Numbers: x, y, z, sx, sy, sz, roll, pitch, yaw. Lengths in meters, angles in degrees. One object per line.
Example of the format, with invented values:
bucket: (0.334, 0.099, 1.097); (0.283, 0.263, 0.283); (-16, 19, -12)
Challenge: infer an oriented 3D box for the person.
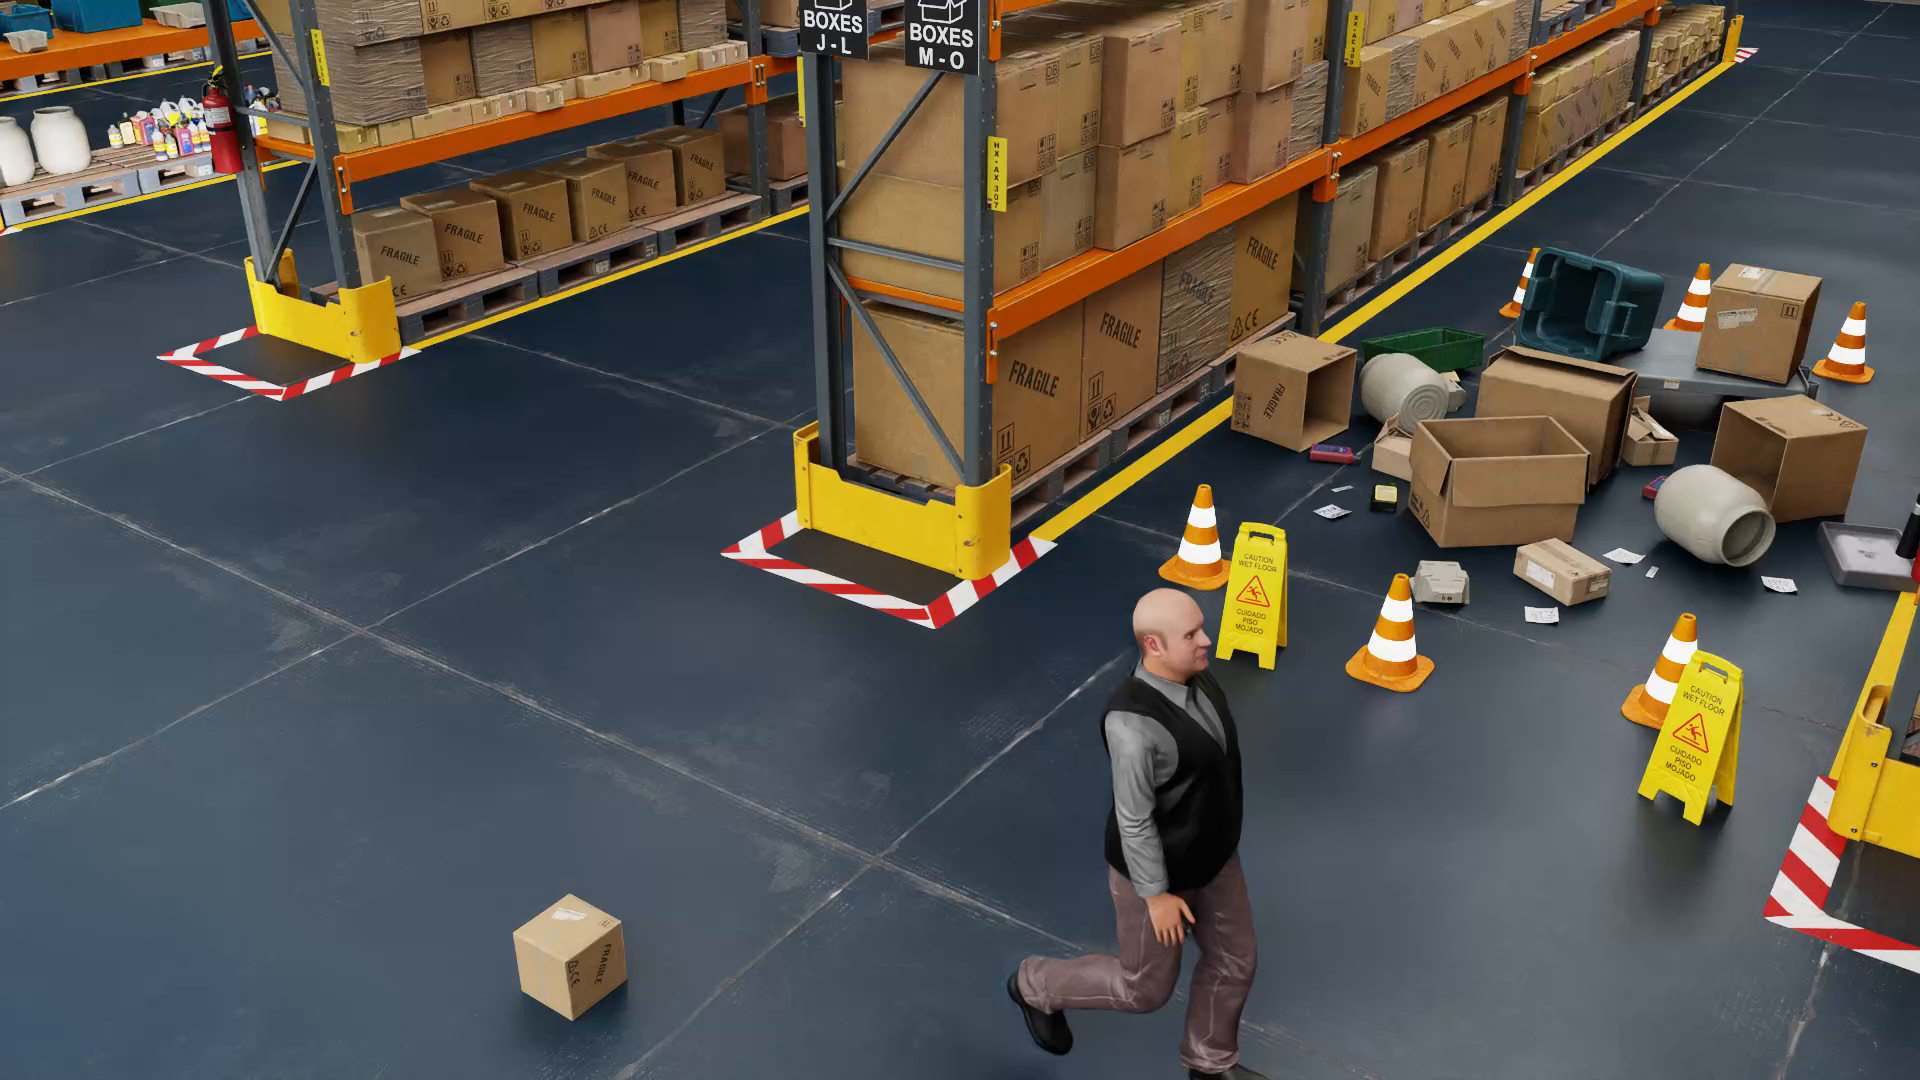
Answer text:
person: (0.574, 0.909, 4.839); (0.859, 1.686, 0.543); (16, 31, 29)
